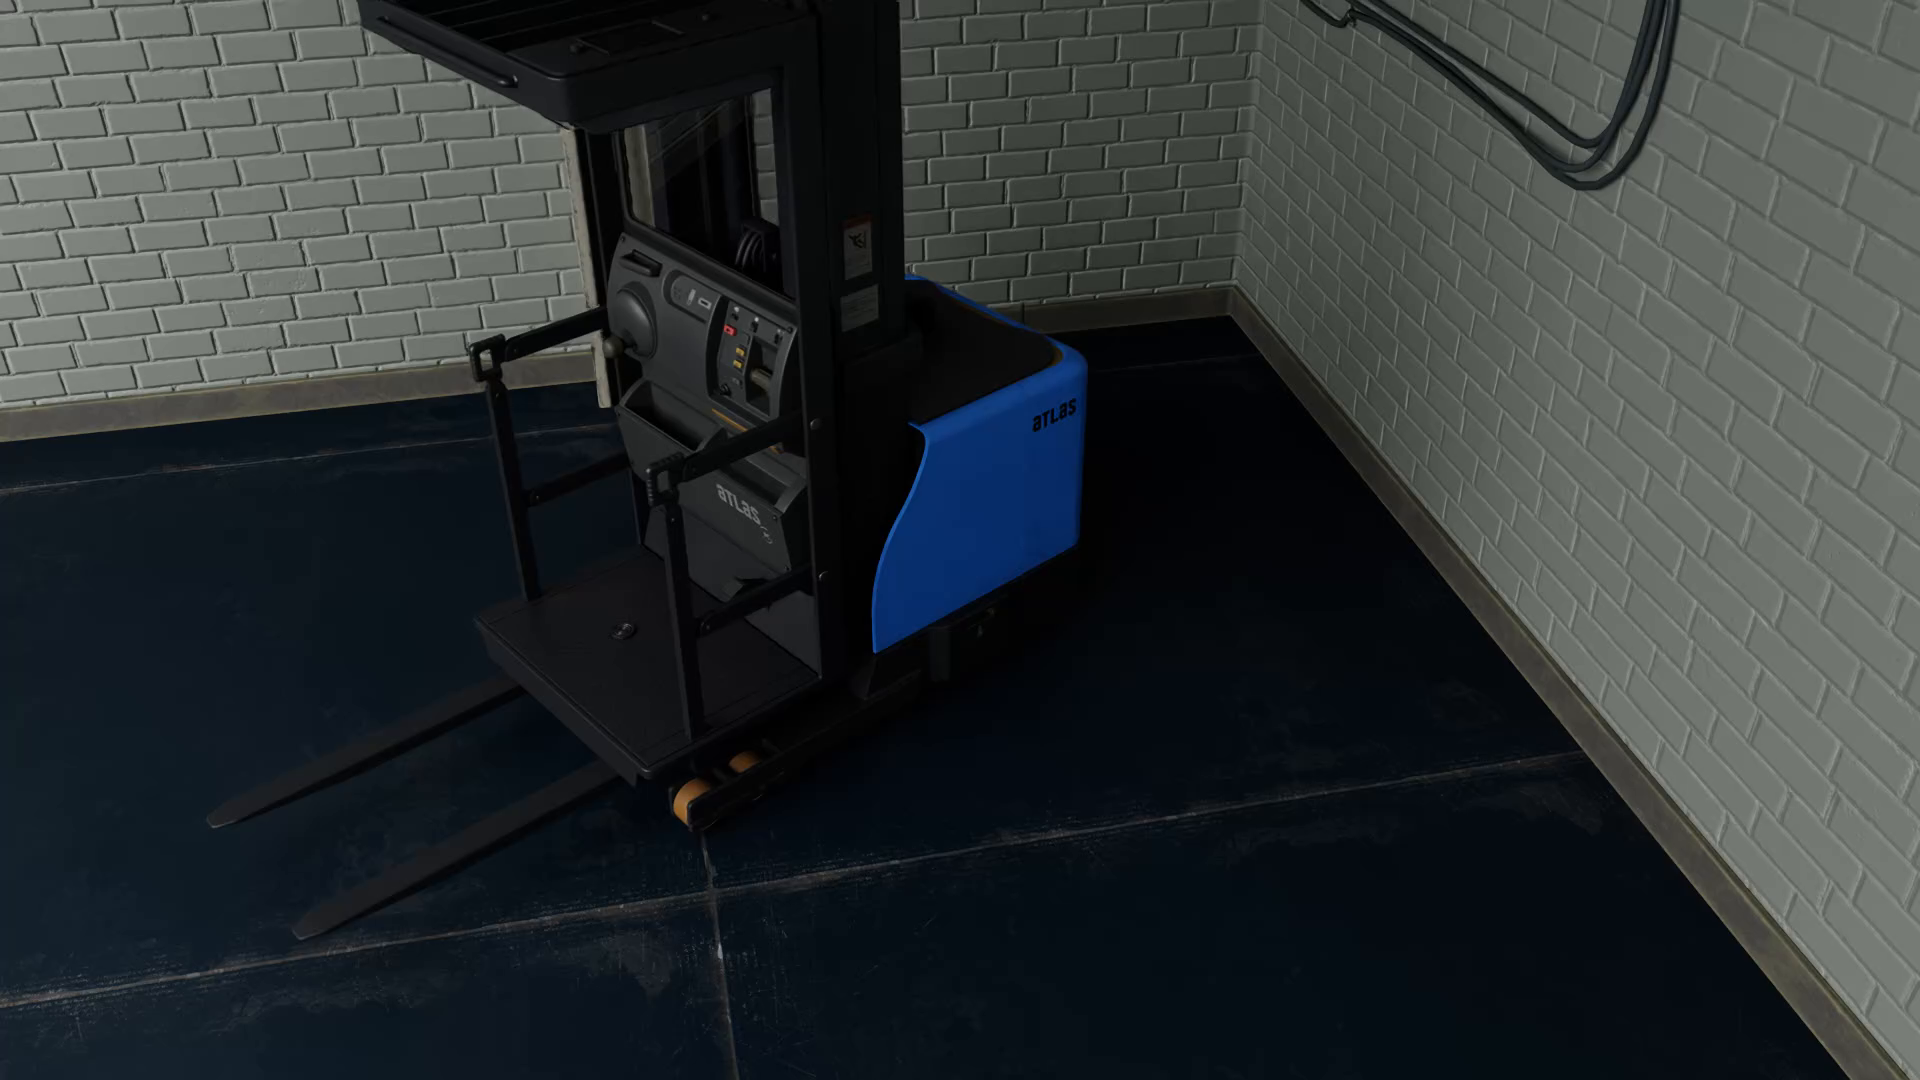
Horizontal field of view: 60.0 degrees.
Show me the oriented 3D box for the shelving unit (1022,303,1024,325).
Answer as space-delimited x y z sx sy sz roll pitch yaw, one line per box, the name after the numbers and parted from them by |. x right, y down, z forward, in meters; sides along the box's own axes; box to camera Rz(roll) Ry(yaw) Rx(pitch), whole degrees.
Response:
0.142 -0.493 6.677 0.210 0.900 0.258 2 34 2 | shelving unit

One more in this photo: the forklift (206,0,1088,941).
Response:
-0.964 -0.614 5.034 3.031 2.935 1.130 -27 42 -34 | forklift

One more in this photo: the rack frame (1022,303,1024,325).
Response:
0.244 -0.490 6.673 0.006 0.900 0.240 2 34 2 | rack frame

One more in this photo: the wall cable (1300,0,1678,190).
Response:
1.666 -2.807 5.643 0.112 2.526 3.097 -7 35 -11 | wall cable

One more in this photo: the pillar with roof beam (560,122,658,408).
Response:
-0.550 -2.113 1.823 0.400 9.000 9.100 -7 35 -11 | pillar with roof beam
